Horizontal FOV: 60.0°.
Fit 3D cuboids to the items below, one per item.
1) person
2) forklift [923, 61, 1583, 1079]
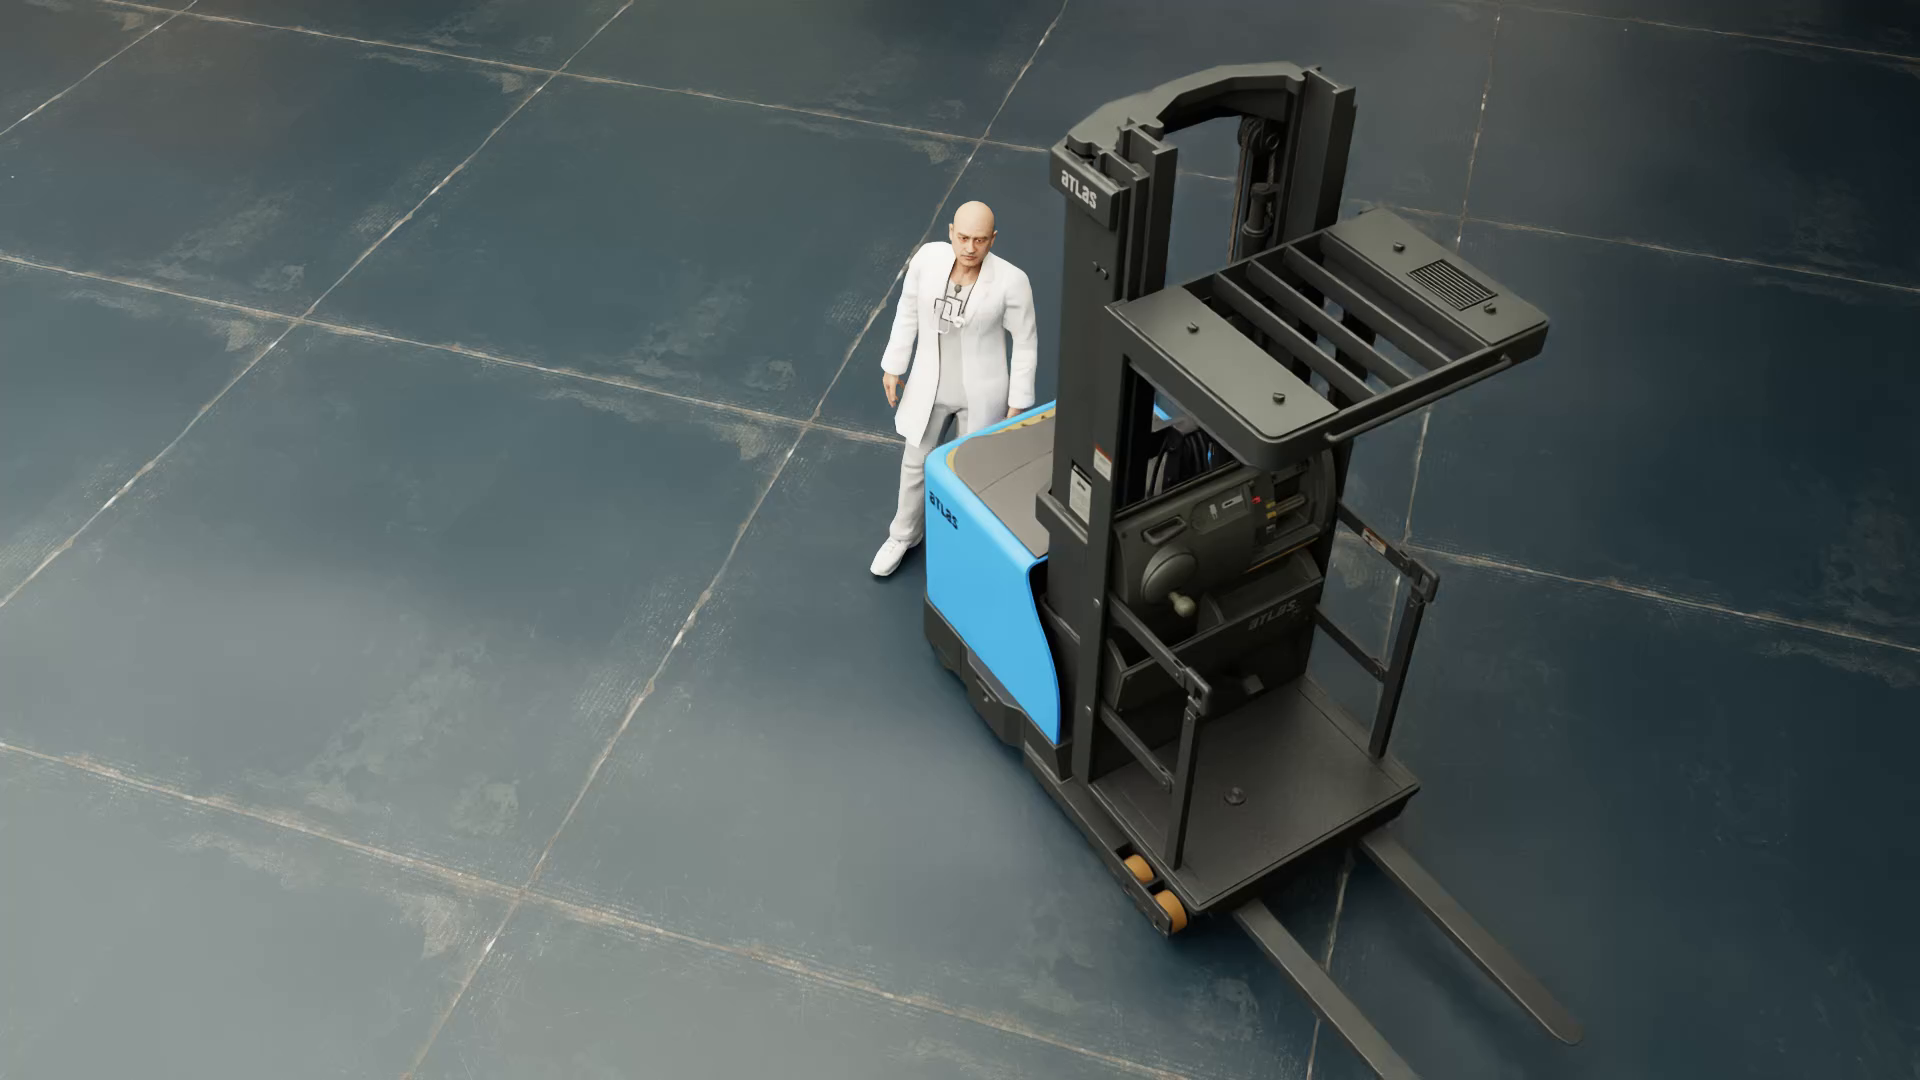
[{"bbox_3d":[-0.032,-0.599,7.168,0.696,1.776,0.581,12,44,13],"label":"person"},{"bbox_3d":[1.049,0.038,5.648,1.130,2.935,3.031,-23,48,-23],"label":"forklift"}]
